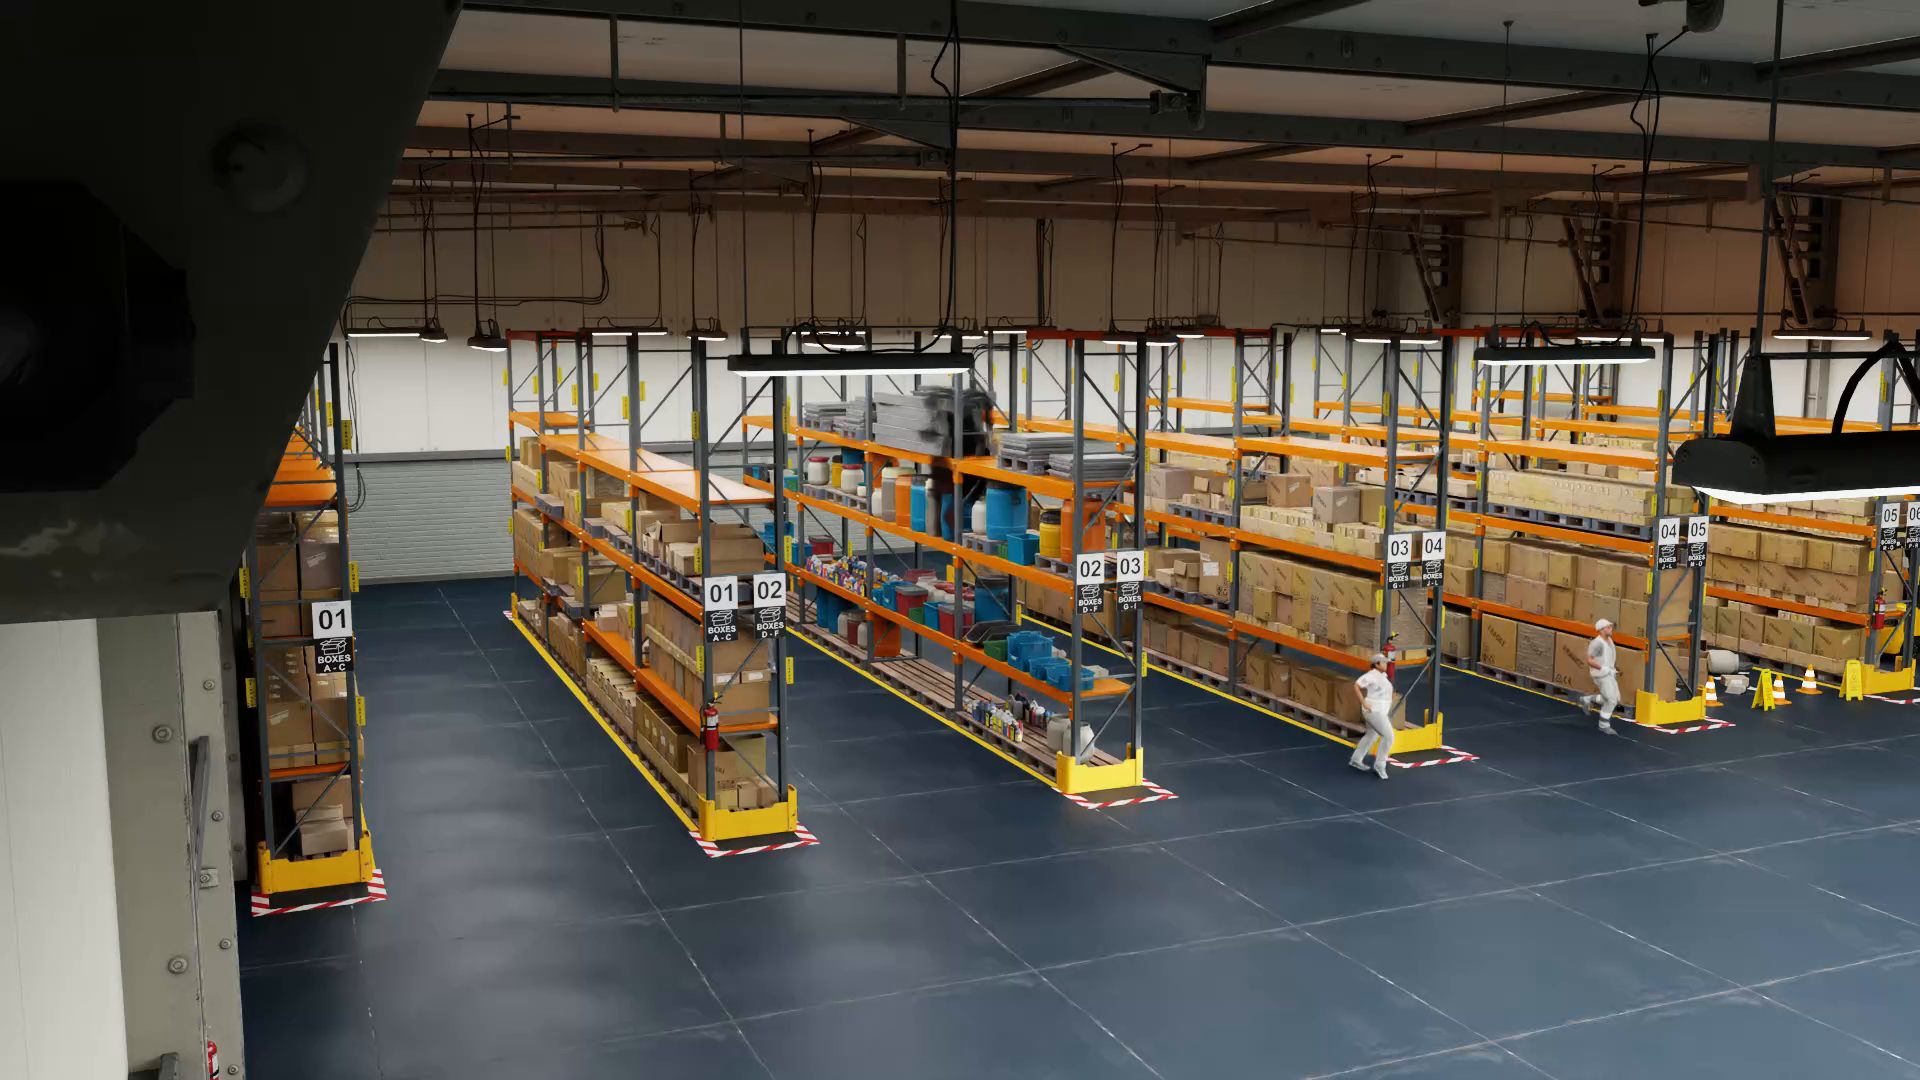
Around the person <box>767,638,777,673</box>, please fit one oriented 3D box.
[{"bbox_3d":[-3.385,1.532,29.525,0.542,1.556,0.886,-4,9,-28],"label":"person"}]

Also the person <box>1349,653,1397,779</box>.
[{"bbox_3d":[5.733,2.417,22.974,0.620,1.719,0.625,4,9,24],"label":"person"}]

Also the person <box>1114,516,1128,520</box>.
[{"bbox_3d":[4.046,-0.088,41.508,0.737,1.643,0.696,-4,9,-26],"label":"person"}]

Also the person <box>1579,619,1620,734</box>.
[{"bbox_3d":[9.710,2.056,25.255,0.628,1.735,0.692,7,10,41],"label":"person"}]
